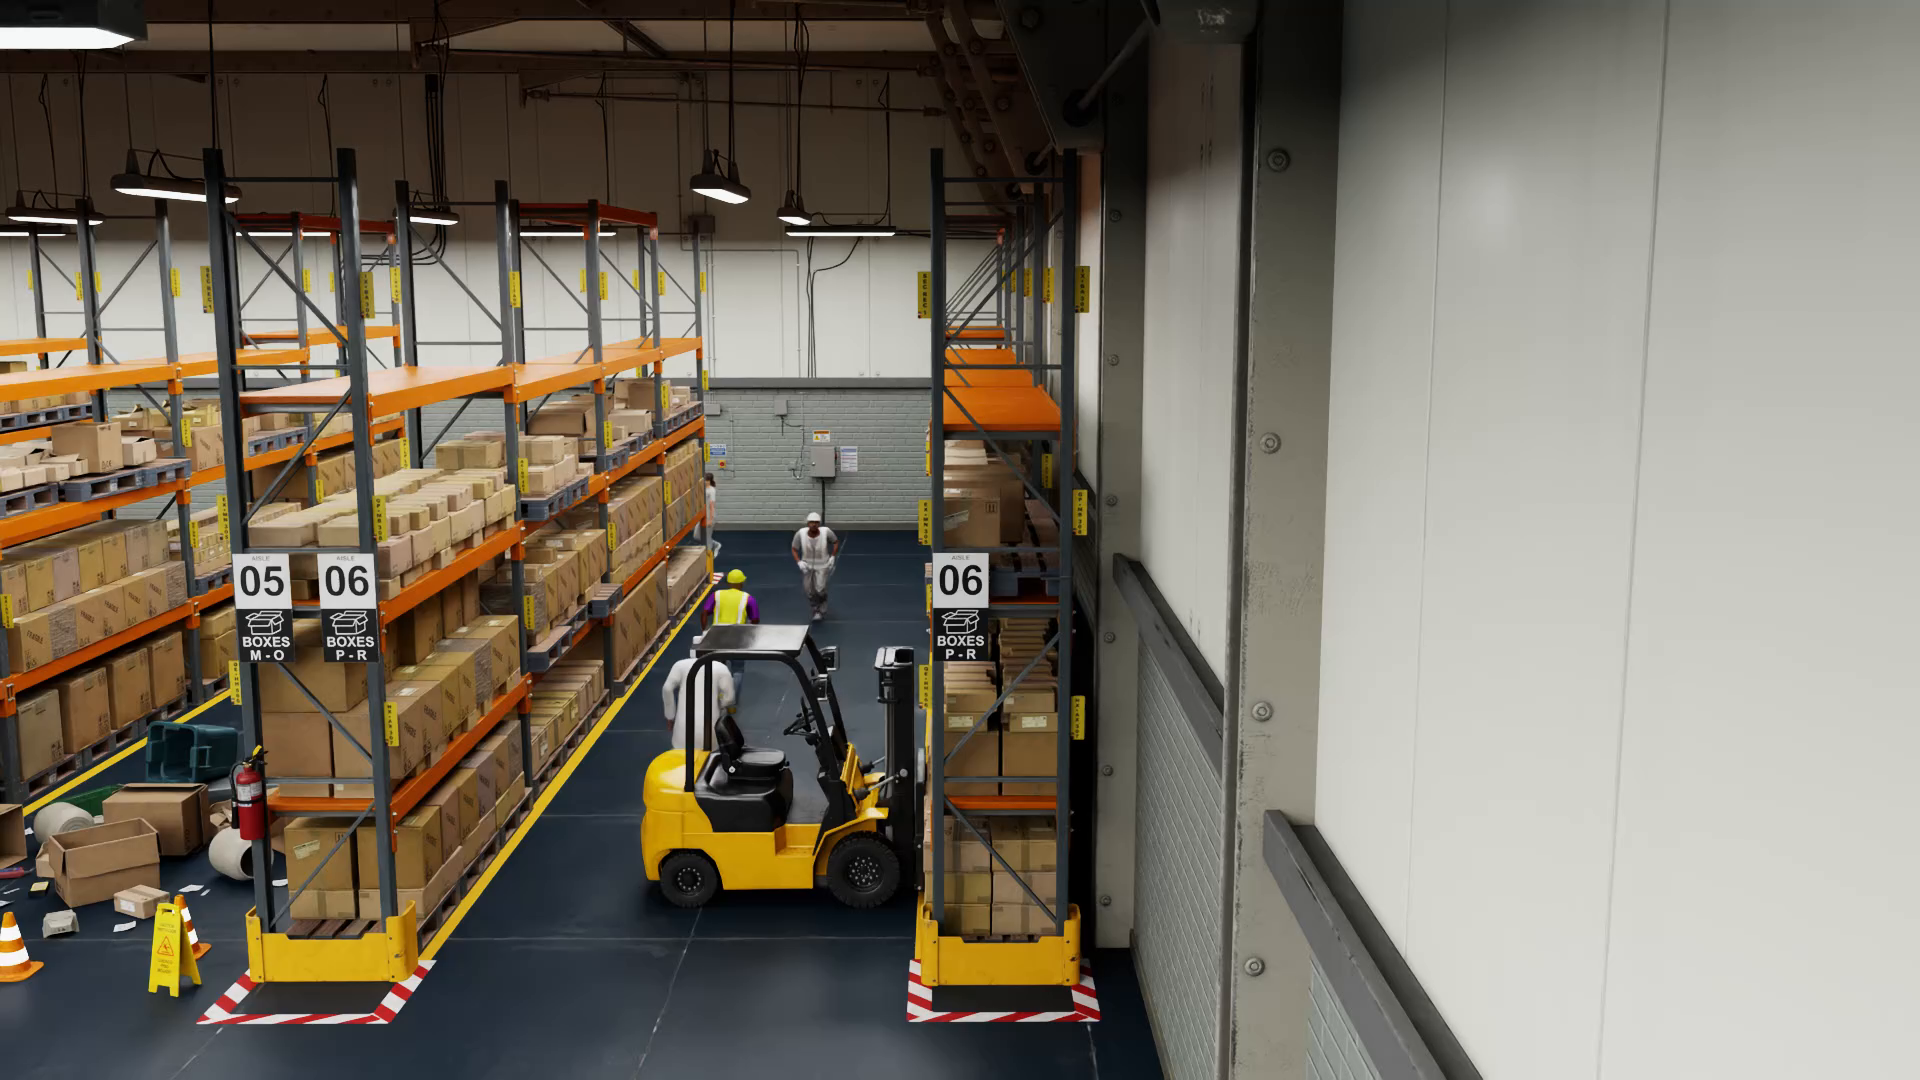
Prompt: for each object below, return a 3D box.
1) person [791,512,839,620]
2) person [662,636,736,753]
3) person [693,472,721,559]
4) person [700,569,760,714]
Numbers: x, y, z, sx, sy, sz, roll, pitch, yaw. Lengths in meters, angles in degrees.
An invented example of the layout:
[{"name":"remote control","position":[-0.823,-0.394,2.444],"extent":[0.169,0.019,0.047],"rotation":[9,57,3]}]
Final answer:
[{"name":"person","position":[-2.158,0.394,24.746],"extent":[0.681,1.679,0.665],"rotation":[1,9,7]},{"name":"person","position":[-2.533,1.780,16.170],"extent":[0.699,1.668,0.774],"rotation":[0,9,0]},{"name":"person","position":[-4.463,-0.389,29.548],"extent":[0.555,1.663,0.457],"rotation":[-7,12,-38]},{"name":"person","position":[-2.743,1.195,19.872],"extent":[0.706,1.652,0.754],"rotation":[0,9,0]}]
